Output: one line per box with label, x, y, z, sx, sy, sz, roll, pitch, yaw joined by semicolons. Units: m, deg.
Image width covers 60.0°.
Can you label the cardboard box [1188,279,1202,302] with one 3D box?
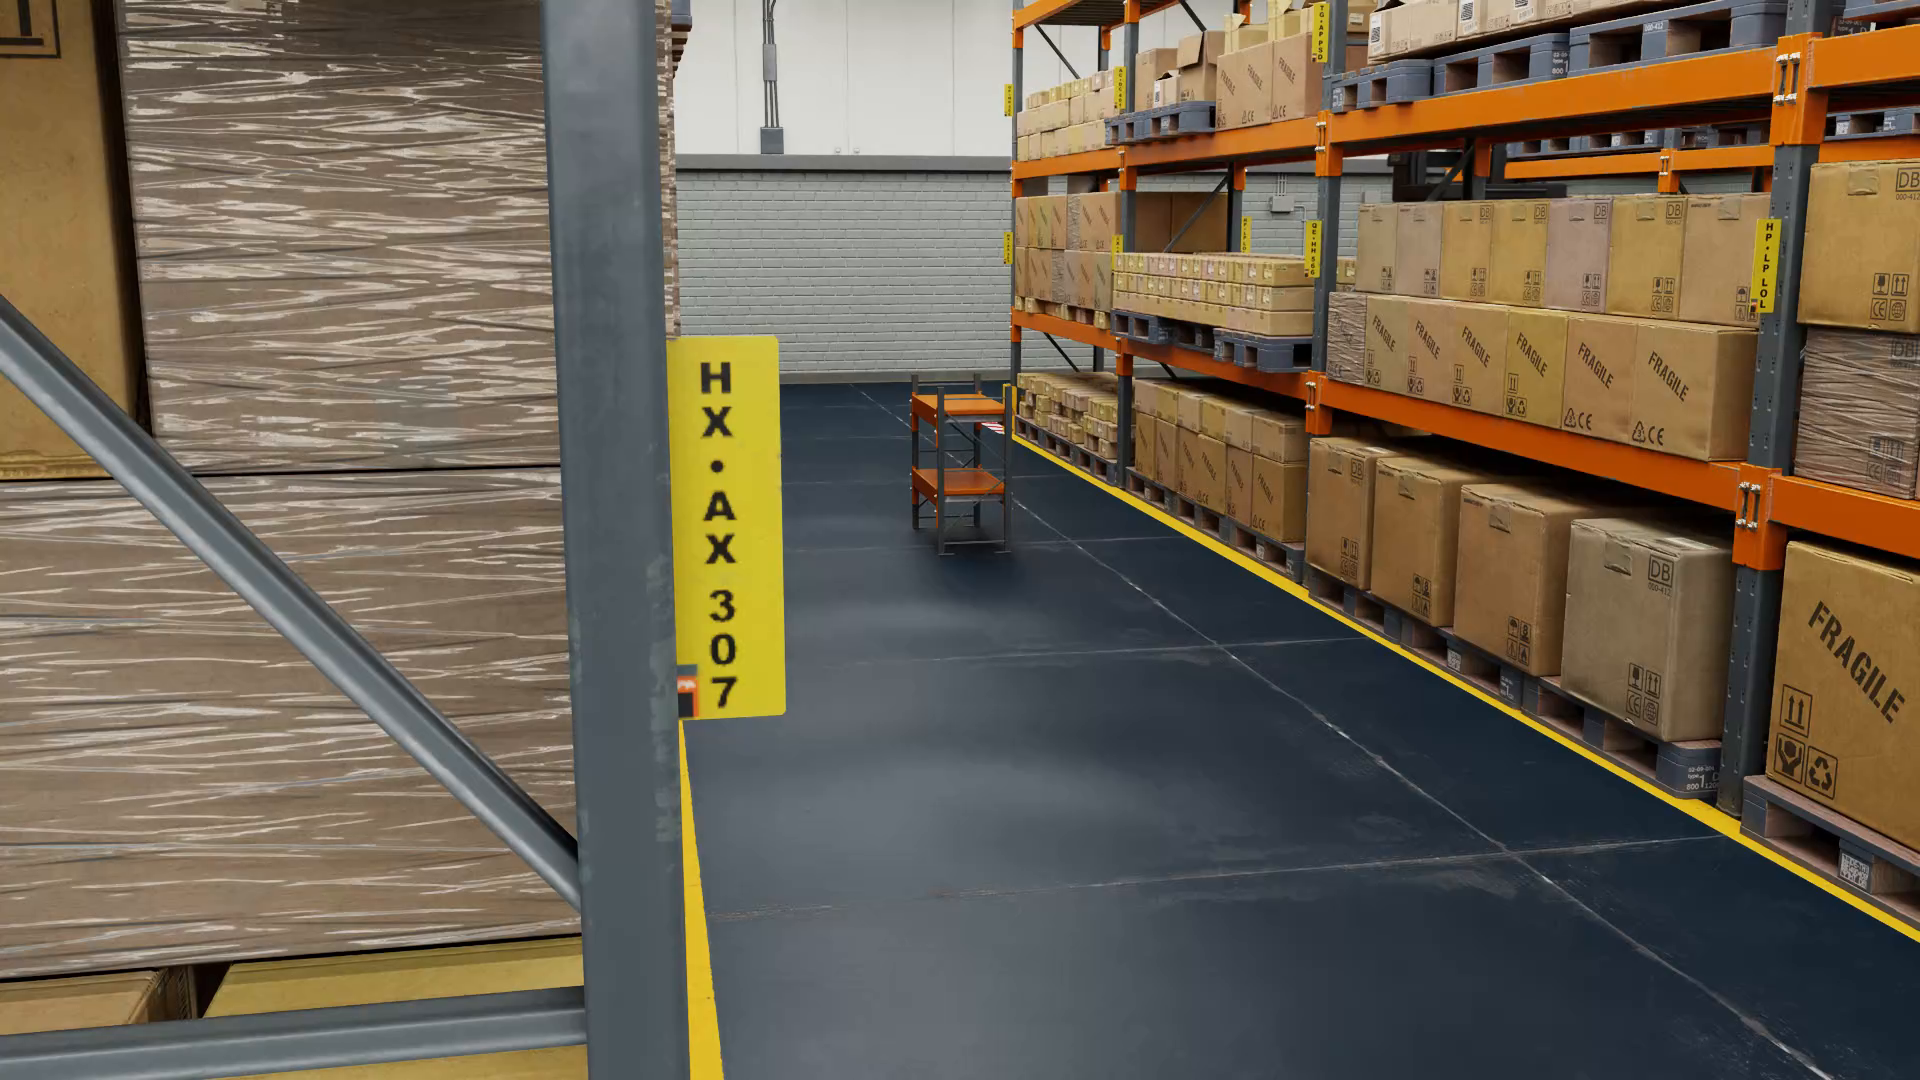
cardboard box;1.801;-1.731;11.523;0.380;0.149;0.250;-2;11;-10

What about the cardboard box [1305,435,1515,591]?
cardboard box;2.627;-0.178;9.502;1.050;0.750;0.750;-2;11;-12

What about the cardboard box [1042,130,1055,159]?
cardboard box;1.088;-3.776;15.894;0.500;0.250;0.500;-2;11;-13

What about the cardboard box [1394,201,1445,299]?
cardboard box;2.774;-1.557;8.911;0.700;0.500;0.500;-2;11;-12

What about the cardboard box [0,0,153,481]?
cardboard box;-1.081;-0.341;1.728;0.500;0.500;0.500;-2;11;-11

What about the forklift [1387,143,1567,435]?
forklift;4.208;-1.873;13.699;1.130;2.935;3.031;-2;11;-10

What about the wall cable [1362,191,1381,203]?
wall cable;6.146;-4.444;24.303;0.588;1.984;0.122;-2;11;-11

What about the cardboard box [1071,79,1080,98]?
cardboard box;1.213;-4.050;14.930;0.380;0.149;0.250;-2;11;-11

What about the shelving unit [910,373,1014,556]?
shelving unit;-0.001;-0.554;11.598;0.538;1.125;1.048;-2;11;-11

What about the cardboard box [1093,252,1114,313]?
cardboard box;1.448;-2.199;14.165;0.500;0.500;0.500;-2;11;-11

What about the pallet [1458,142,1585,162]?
pallet;6.031;-4.152;17.702;1.003;0.211;1.213;-2;11;-11

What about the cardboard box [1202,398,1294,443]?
cardboard box;2.014;-0.840;11.646;0.500;0.250;0.500;-2;11;-10

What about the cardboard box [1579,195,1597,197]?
cardboard box;6.148;-3.217;15.897;0.380;0.149;0.250;-2;11;-11

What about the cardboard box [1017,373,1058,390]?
cardboard box;0.810;-1.649;17.246;0.380;0.149;0.250;-3;11;-14

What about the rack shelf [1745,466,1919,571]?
rack shelf;3.764;0.262;4.221;1.077;0.370;4.000;-2;11;-11

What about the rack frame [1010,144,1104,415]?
rack frame;1.041;-2.659;17.644;1.000;3.000;0.127;-2;11;-11

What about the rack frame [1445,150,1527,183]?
rack frame;5.877;-2.857;18.687;1.000;3.000;0.127;-2;11;-11

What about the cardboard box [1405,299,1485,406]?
cardboard box;2.619;-0.963;8.466;0.500;0.500;0.500;-2;11;-11

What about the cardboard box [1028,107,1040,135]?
cardboard box;0.974;-4.119;16.355;0.500;0.250;0.500;-2;11;-12

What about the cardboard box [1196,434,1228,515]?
cardboard box;1.996;-0.473;11.721;0.500;0.500;0.500;-3;11;-14

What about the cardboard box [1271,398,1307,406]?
cardboard box;2.518;-0.858;11.738;0.500;0.250;0.500;-2;11;-11

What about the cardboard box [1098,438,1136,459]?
cardboard box;1.408;-0.791;14.330;0.380;0.149;0.250;-2;11;-10

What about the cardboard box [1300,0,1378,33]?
cardboard box;2.263;-3.155;9.914;0.396;0.266;0.258;-2;11;-11

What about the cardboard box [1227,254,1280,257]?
cardboard box;2.241;-2.089;12.608;0.380;0.149;0.250;-2;11;-11

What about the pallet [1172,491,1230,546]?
pallet;2.212;-0.189;12.122;1.003;0.211;1.213;-2;11;-11

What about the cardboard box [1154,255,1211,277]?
cardboard box;1.648;-2.021;12.248;0.380;0.149;0.250;-2;11;-11

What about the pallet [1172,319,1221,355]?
pallet;2.172;-1.459;11.853;1.003;0.211;1.213;-2;11;-11

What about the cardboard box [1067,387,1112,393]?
cardboard box;1.228;-1.365;15.758;0.380;0.149;0.250;-2;11;-11

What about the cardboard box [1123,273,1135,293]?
cardboard box;1.497;-2.018;13.029;0.380;0.149;0.250;-2;11;-12

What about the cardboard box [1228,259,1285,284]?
cardboard box;1.954;-1.734;10.743;0.380;0.149;0.250;-2;11;-9

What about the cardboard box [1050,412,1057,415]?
cardboard box;1.100;-1.173;16.336;0.380;0.149;0.250;-2;11;-11

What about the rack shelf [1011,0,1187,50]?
rack shelf;1.430;-4.884;15.223;1.077;0.370;4.000;-2;11;-11

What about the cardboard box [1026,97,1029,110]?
cardboard box;0.881;-4.433;16.938;0.380;0.149;0.250;-2;11;-11

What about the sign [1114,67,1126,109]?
sign;1.288;-3.632;13.350;0.100;0.325;0.005;-2;11;-11

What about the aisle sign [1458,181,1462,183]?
aisle sign;5.578;-4.137;18.458;0.394;0.787;0.004;-2;11;-11

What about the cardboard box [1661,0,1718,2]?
cardboard box;3.081;-2.237;6.416;0.500;0.250;0.500;-2;11;-10

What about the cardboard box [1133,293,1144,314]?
cardboard box;1.549;-1.823;12.799;0.380;0.149;0.250;-2;11;-11

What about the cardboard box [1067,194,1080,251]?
cardboard box;1.271;-2.877;15.053;0.500;0.500;0.500;-2;11;-10

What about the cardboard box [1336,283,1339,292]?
cardboard box;2.590;-1.615;10.913;0.380;0.149;0.250;-2;11;-13

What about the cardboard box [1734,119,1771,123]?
cardboard box;6.542;-3.681;13.599;0.500;0.500;0.500;-2;11;-12

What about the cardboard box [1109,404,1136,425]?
cardboard box;1.494;-1.079;14.254;0.380;0.149;0.250;-2;11;-9

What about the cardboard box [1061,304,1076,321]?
cardboard box;1.159;-2.130;15.536;0.380;0.149;0.250;-2;11;-10

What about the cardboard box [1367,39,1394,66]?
cardboard box;2.505;-2.730;9.277;0.380;0.149;0.250;-3;11;-13

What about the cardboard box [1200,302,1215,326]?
cardboard box;1.854;-1.536;11.294;0.380;0.149;0.250;-3;11;-14

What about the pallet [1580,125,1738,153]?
pallet;6.506;-3.704;15.351;1.003;0.211;1.213;-2;11;-11

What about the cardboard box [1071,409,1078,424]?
cardboard box;1.258;-1.167;15.509;0.380;0.149;0.250;-3;11;-14

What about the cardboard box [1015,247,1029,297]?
cardboard box;0.857;-2.762;17.121;0.500;0.500;0.500;-2;11;-8

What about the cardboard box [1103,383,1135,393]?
cardboard box;1.598;-1.429;16.091;0.380;0.149;0.250;-3;11;-13
